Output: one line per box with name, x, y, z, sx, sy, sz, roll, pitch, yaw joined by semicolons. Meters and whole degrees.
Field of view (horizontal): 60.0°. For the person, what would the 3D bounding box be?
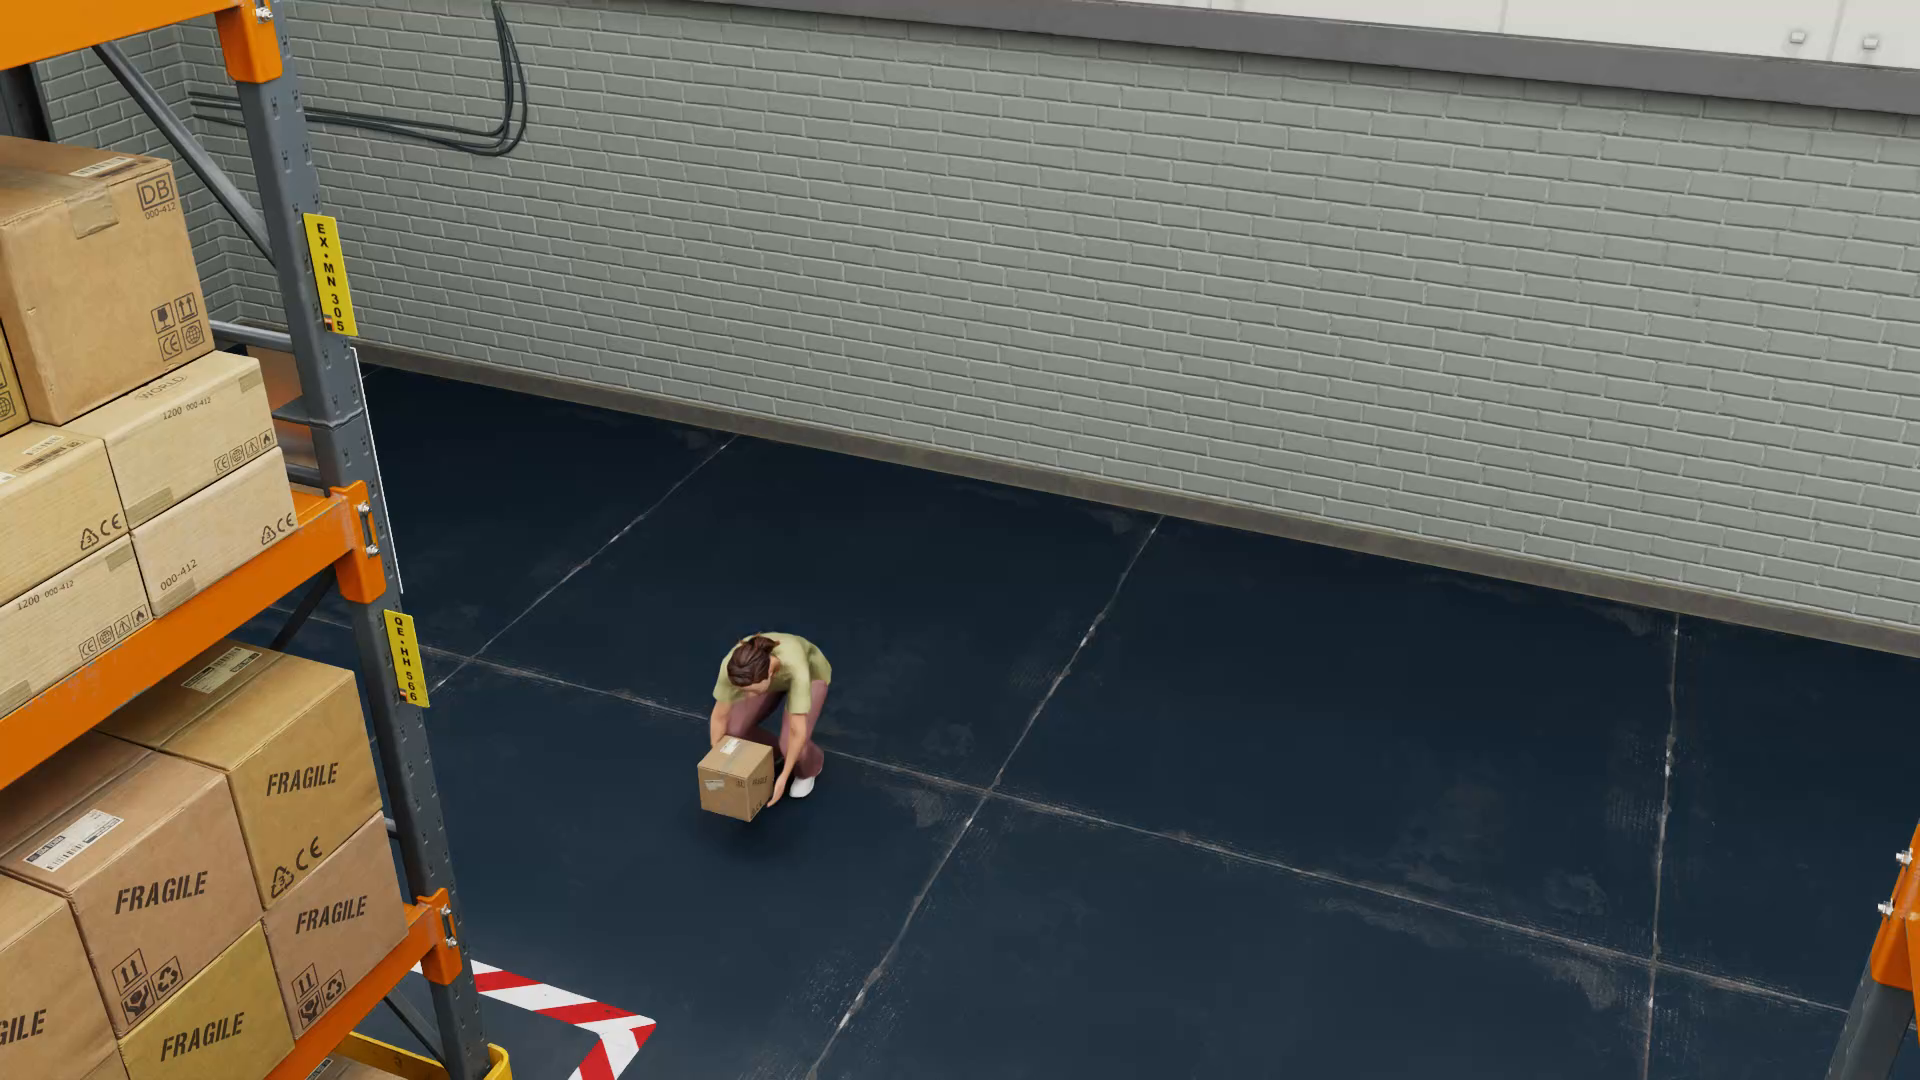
person;-0.854;0.770;7.739;0.497;0.991;0.774;11;32;19
